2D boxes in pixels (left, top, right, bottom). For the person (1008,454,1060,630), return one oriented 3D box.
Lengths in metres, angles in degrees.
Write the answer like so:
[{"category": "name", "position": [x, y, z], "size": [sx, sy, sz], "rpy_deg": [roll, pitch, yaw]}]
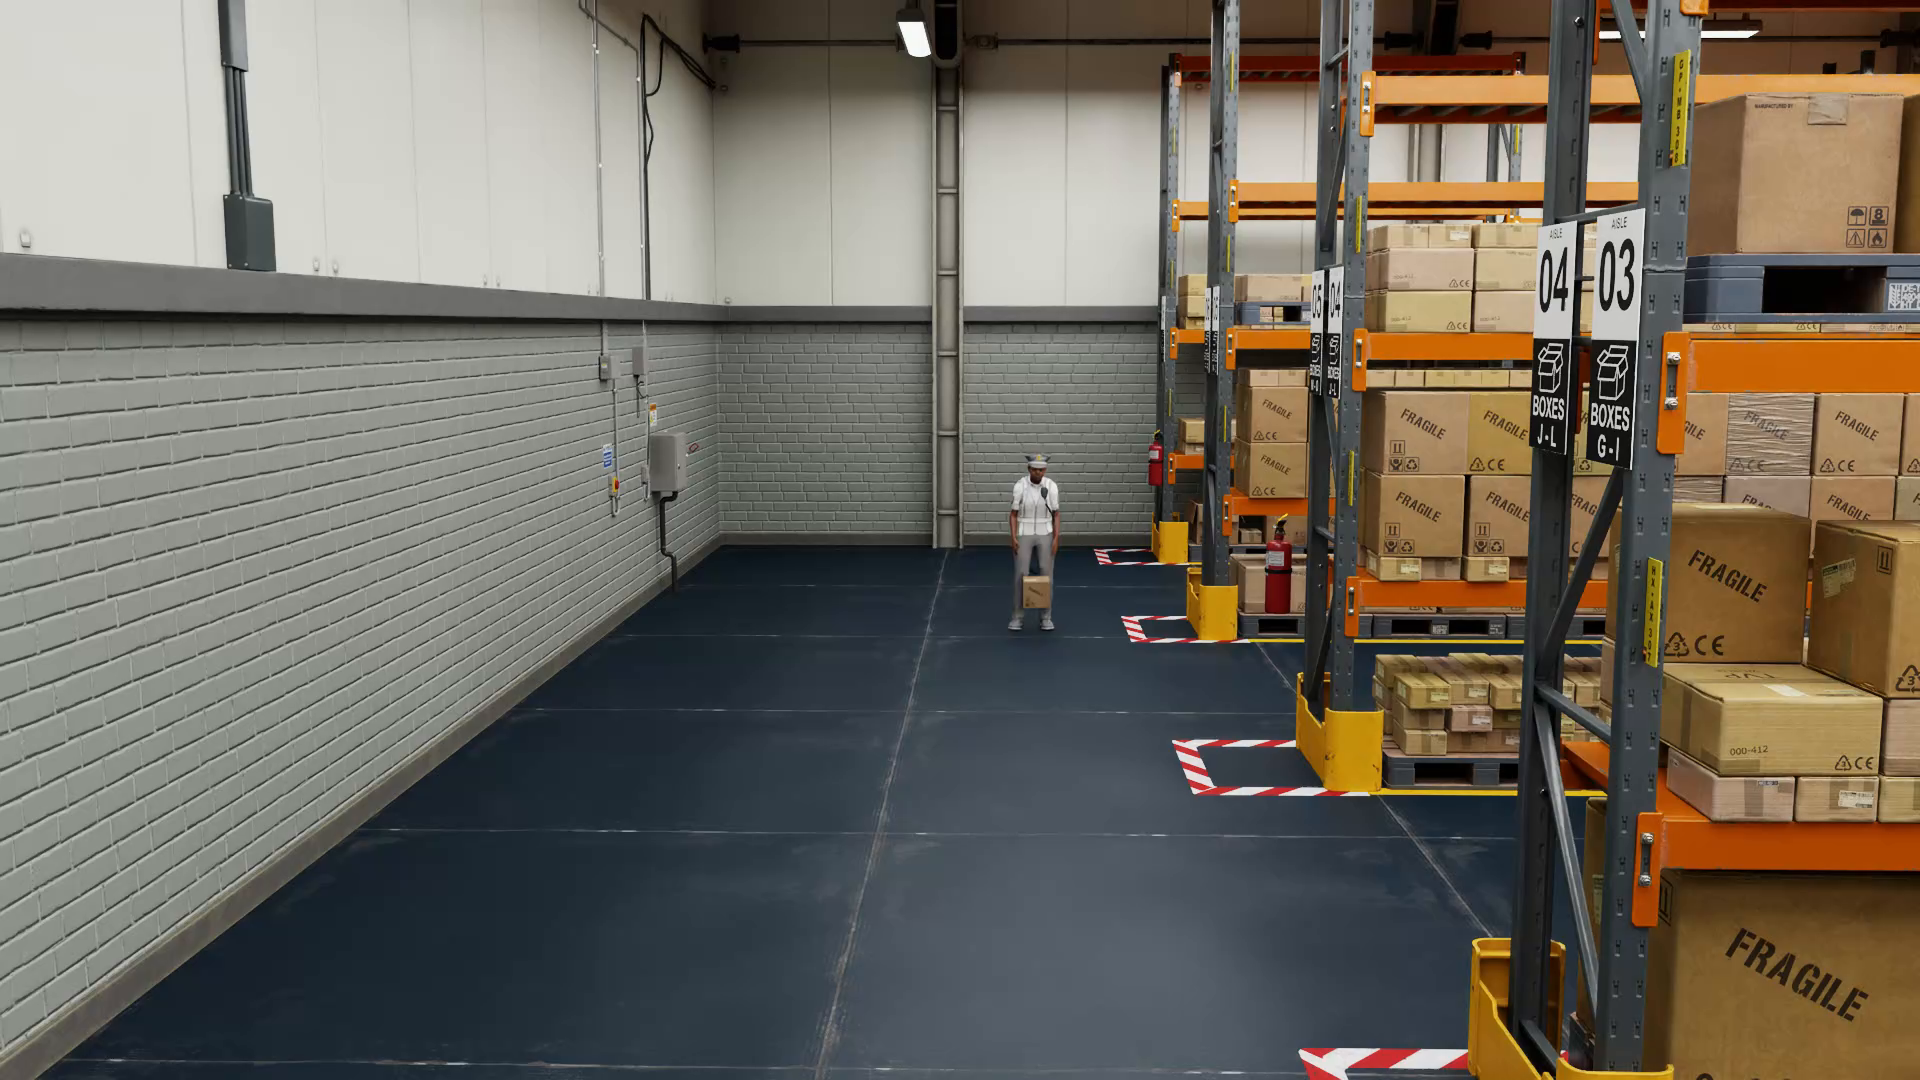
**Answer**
[{"category": "person", "position": [0.698, 0.007, 15.692], "size": [0.497, 1.667, 0.371], "rpy_deg": [0, 7, 0]}]
